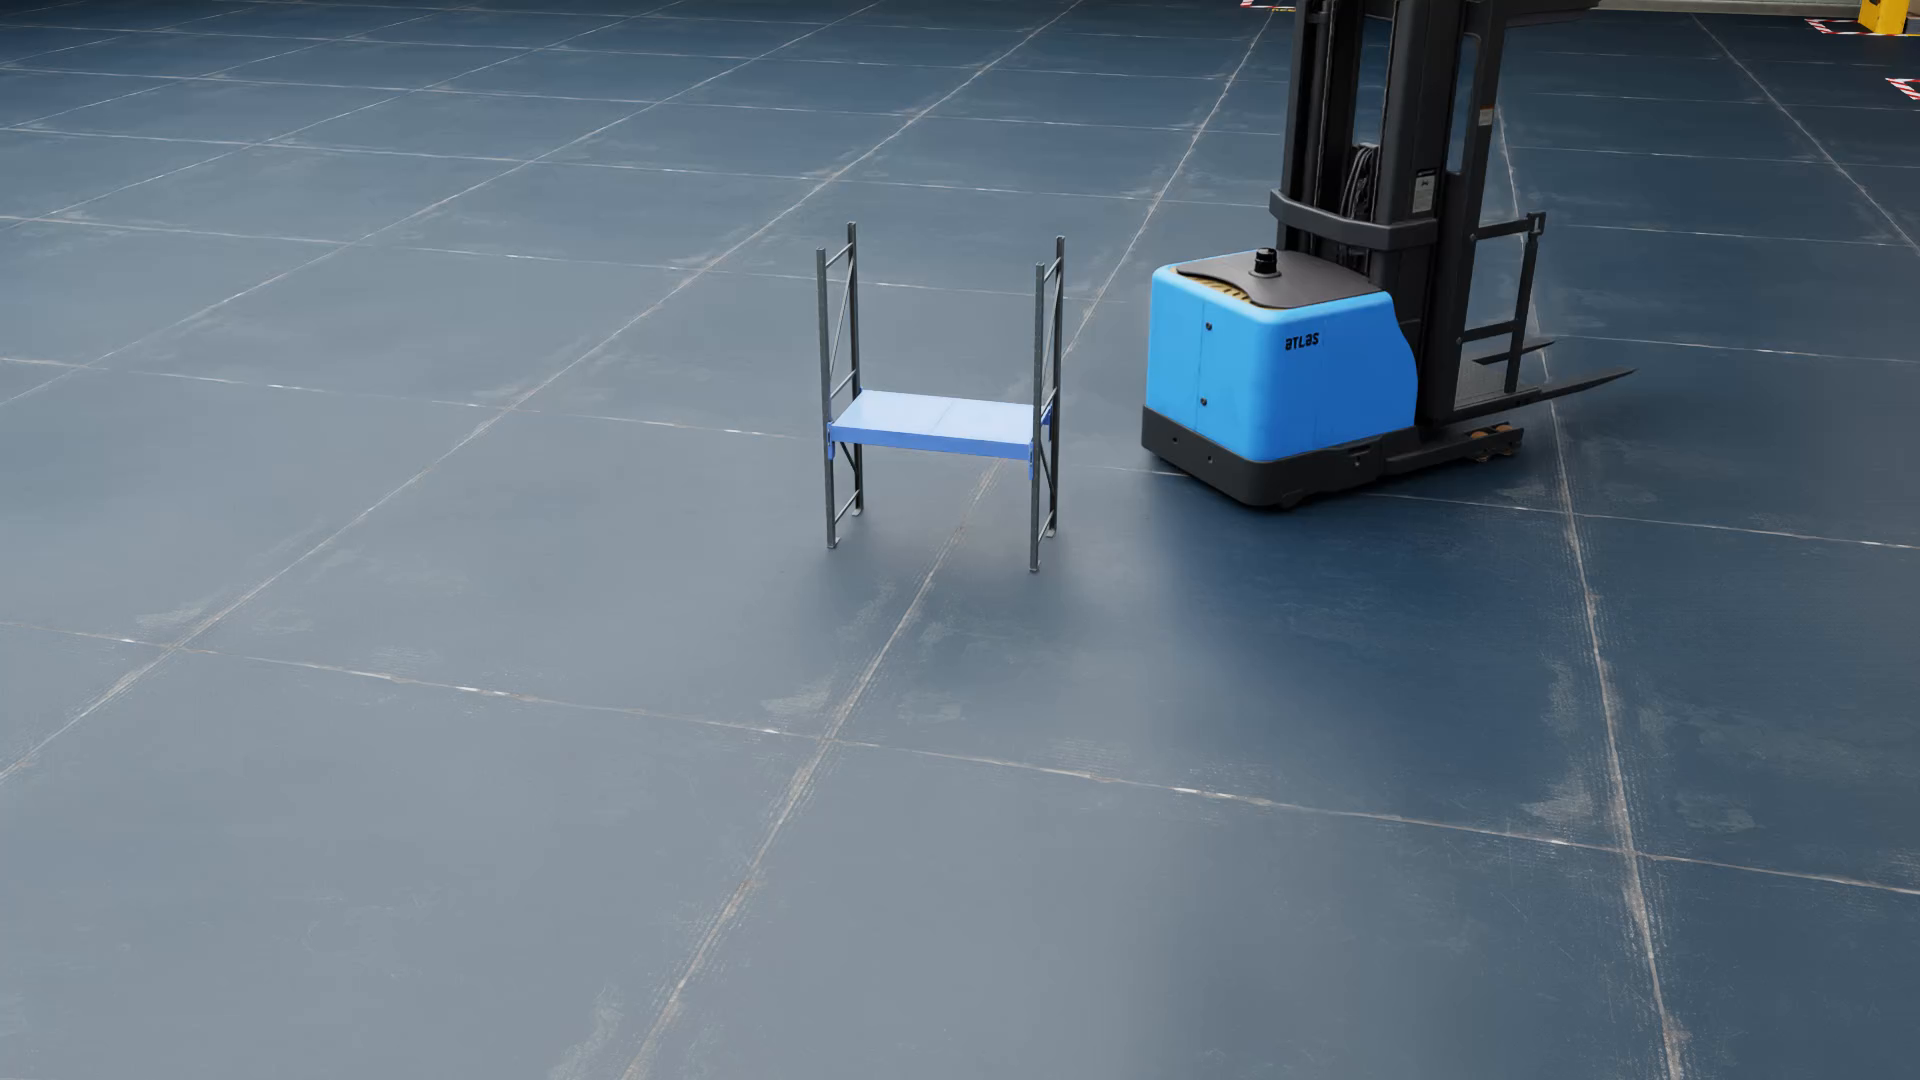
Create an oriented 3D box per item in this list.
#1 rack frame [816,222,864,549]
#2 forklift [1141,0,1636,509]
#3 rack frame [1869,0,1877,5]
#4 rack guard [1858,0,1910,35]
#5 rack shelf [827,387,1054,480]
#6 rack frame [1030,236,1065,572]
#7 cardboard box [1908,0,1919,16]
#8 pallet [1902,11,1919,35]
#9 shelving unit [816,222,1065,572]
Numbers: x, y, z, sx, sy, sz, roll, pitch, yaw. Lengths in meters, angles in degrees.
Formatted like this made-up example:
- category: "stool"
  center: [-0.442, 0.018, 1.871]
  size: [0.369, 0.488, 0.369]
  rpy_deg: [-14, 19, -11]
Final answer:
- category: "rack frame"
  center: [-0.575, -0.741, 8.061]
  size: [0.032, 1.500, 0.500]
  rpy_deg: [6, 26, 13]
- category: "forklift"
  center: [2.535, -1.934, 8.902]
  size: [3.031, 2.935, 1.130]
  rpy_deg: [-14, 29, -27]
- category: "rack frame"
  center: [12.835, -8.550, 22.720]
  size: [0.127, 3.000, 1.000]
  rpy_deg: [6, 26, 13]
- category: "rack guard"
  center: [12.909, -7.414, 23.241]
  size: [0.348, 0.500, 1.175]
  rpy_deg: [6, 26, 13]
- category: "rack shelf"
  center: [-0.083, -0.524, 8.024]
  size: [1.000, 0.185, 0.538]
  rpy_deg: [6, 26, 13]
- category: "rack frame"
  center: [0.410, -0.632, 7.832]
  size: [0.032, 1.500, 0.500]
  rpy_deg: [6, 26, 13]
- category: "cardboard box"
  center: [13.483, -7.424, 22.969]
  size: [0.500, 0.311, 0.500]
  rpy_deg: [3, 26, 7]
- category: "pallet"
  center: [13.687, -7.182, 23.089]
  size: [1.213, 0.211, 1.003]
  rpy_deg: [6, 26, 13]
- category: "shelving unit"
  center: [-0.083, -0.686, 7.947]
  size: [1.048, 1.500, 0.538]
  rpy_deg: [6, 26, 13]
